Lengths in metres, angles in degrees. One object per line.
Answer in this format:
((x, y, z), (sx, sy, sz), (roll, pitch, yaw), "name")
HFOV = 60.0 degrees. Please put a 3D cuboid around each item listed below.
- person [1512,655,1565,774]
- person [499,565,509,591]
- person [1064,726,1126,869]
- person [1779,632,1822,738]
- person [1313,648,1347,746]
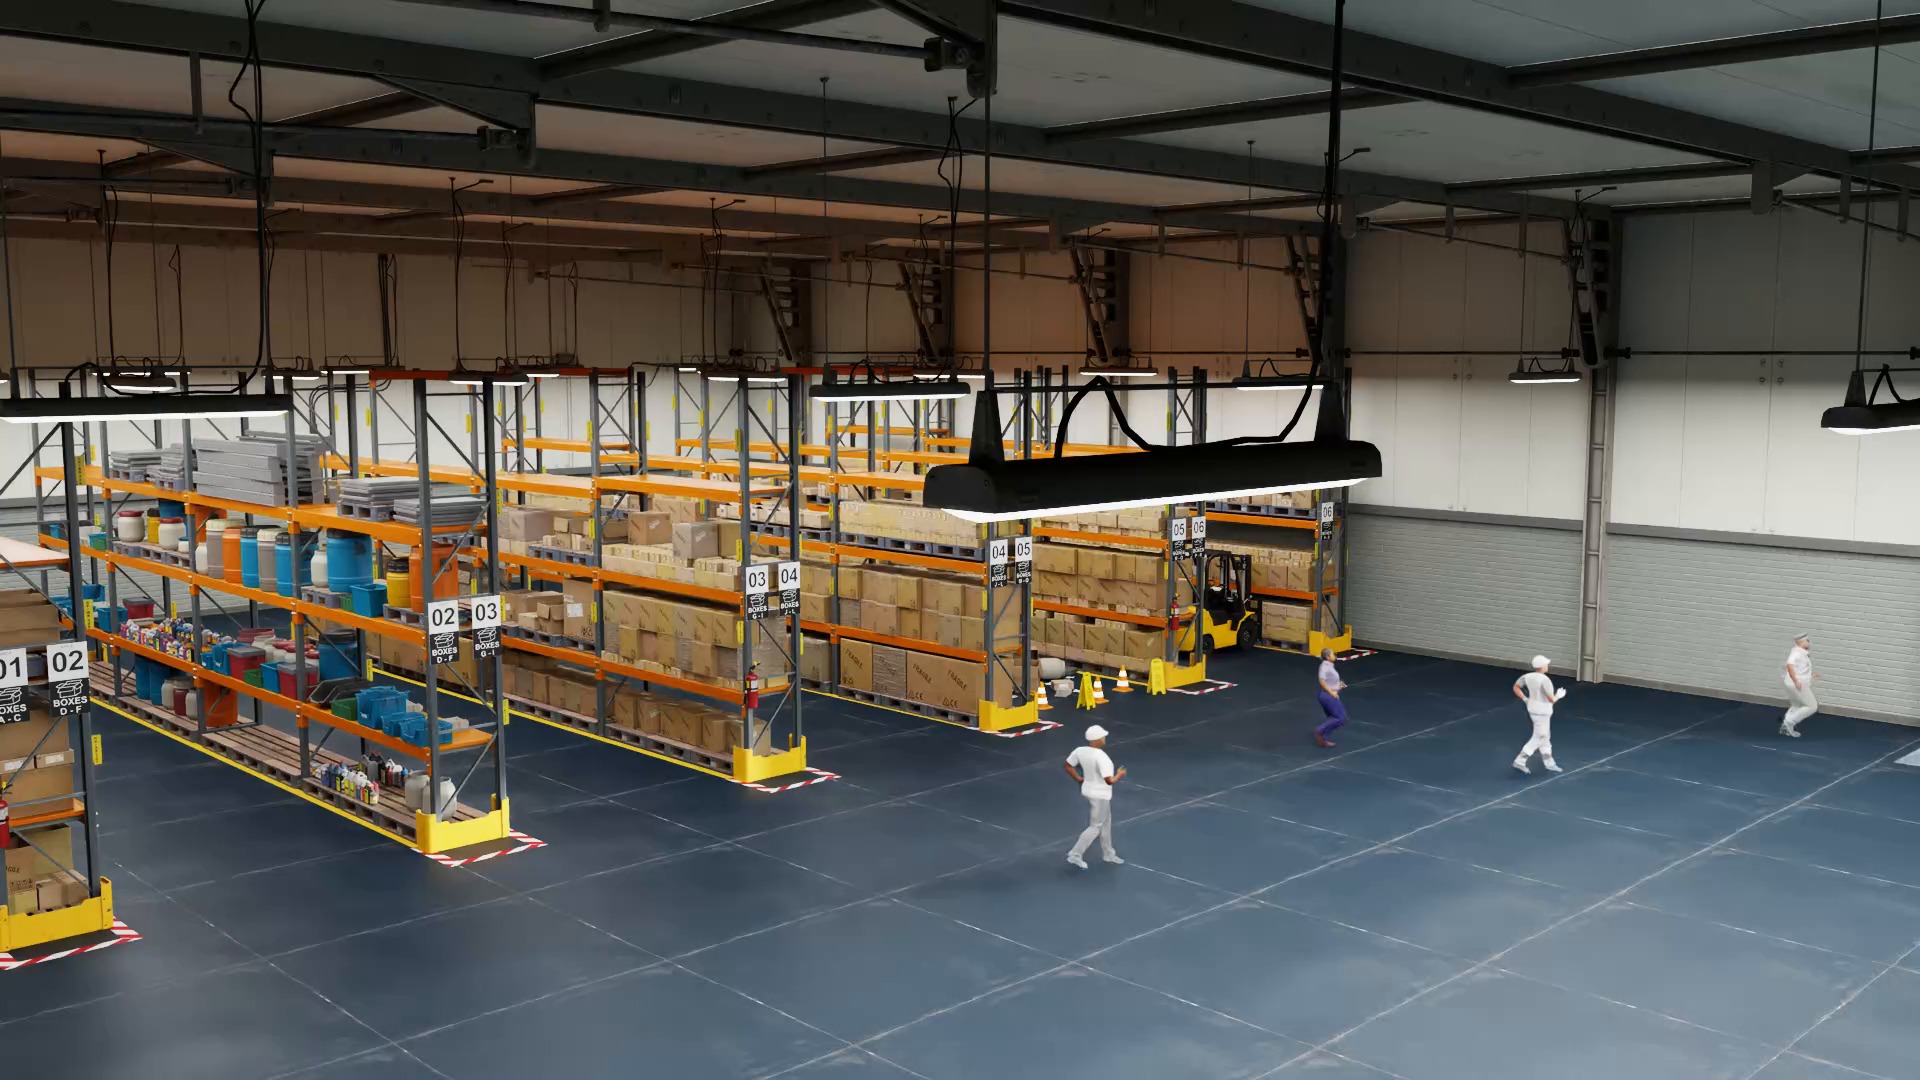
((8.656, 2.610, 24.800), (0.899, 1.800, 0.645), (-1, 7, -12), "person")
((-10.280, 1.343, 37.024), (0.546, 1.633, 0.567), (6, 9, 43), "person")
((1.675, 3.140, 20.282), (0.867, 1.784, 0.691), (-3, 7, -24), "person")
((13.863, 2.374, 27.372), (0.604, 1.749, 0.668), (2, 7, 17), "person")
((5.946, 2.527, 26.683), (0.559, 1.600, 0.599), (0, 6, 4), "person")
